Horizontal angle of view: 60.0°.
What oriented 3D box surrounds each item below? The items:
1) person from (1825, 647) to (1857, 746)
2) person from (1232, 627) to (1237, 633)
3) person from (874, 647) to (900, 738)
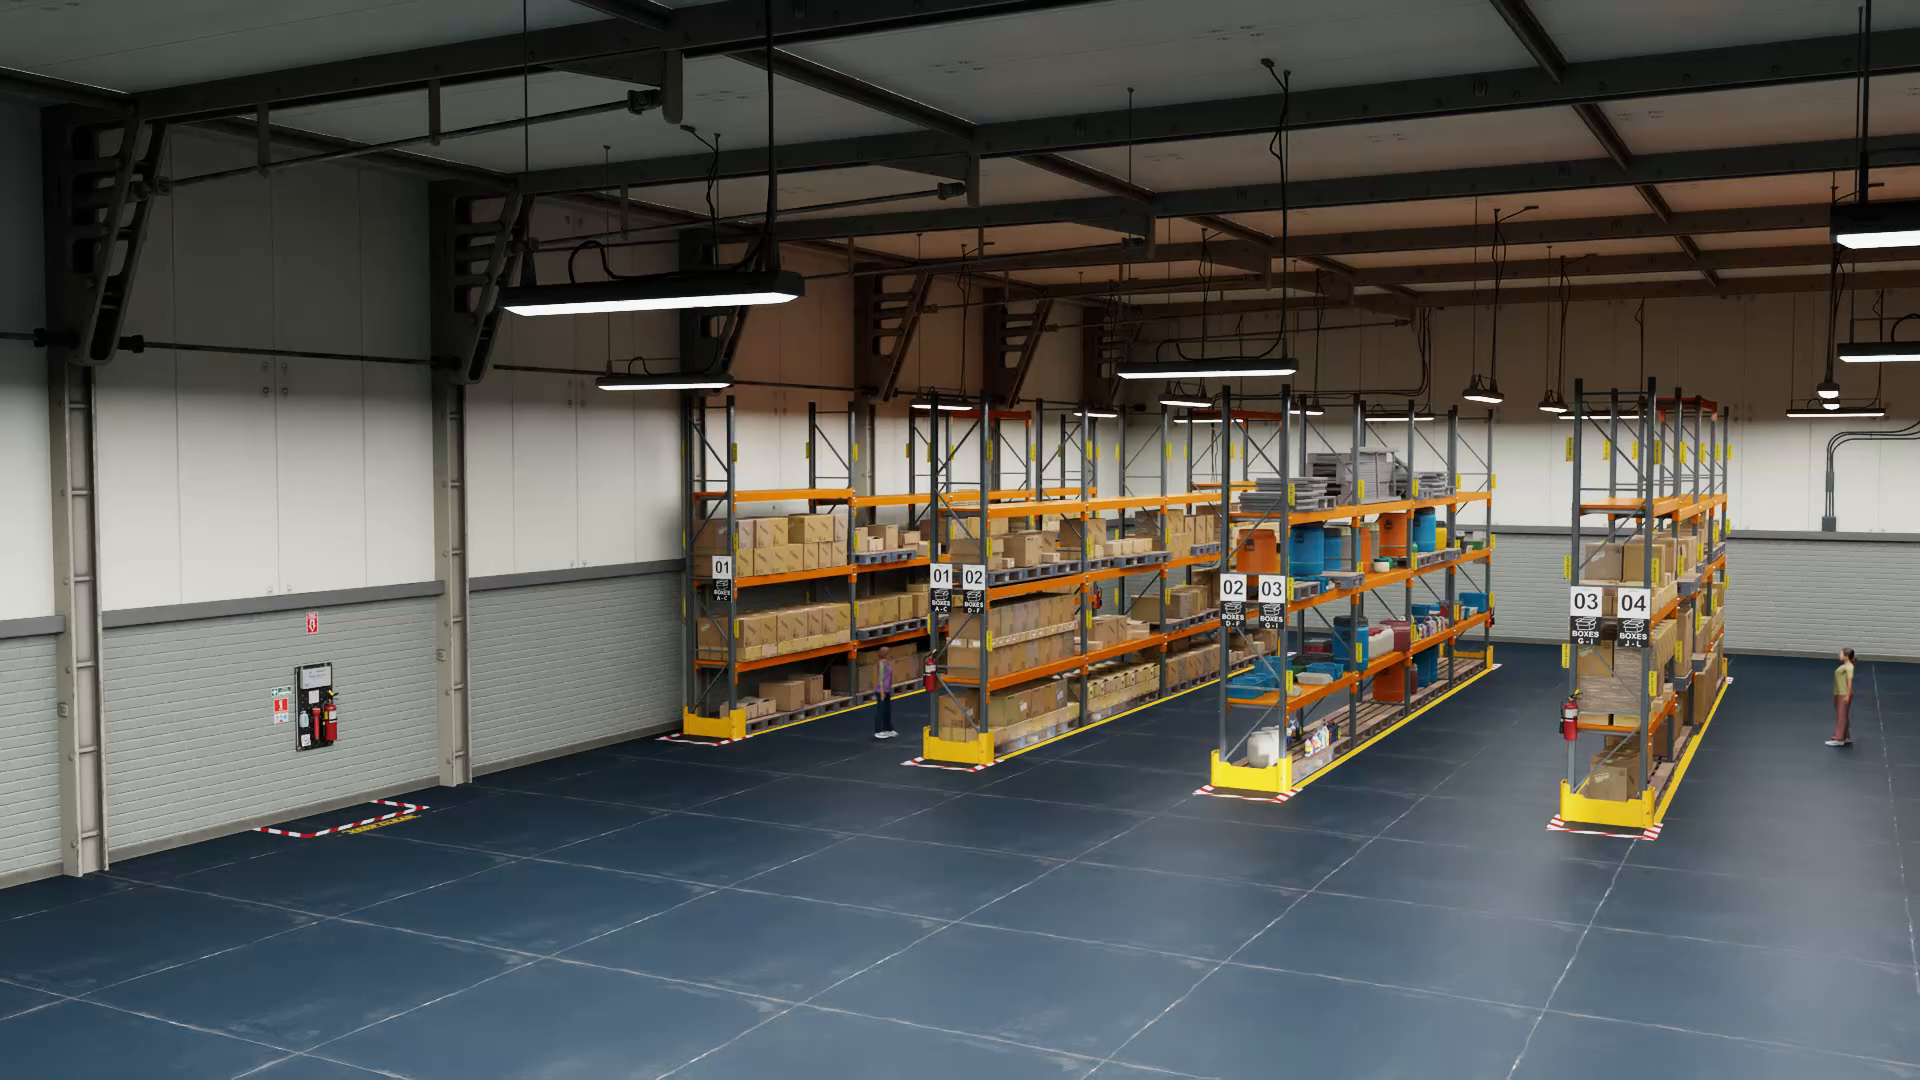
[{"bbox_3d":[15.081,2.676,28.490,0.568,1.668,0.443,0,3,-3],"label":"person"},{"bbox_3d":[6.915,1.907,42.752,0.517,1.701,0.444,1,3,13],"label":"person"},{"bbox_3d":[-1.296,2.679,29.167,0.435,1.617,0.463,0,3,9],"label":"person"}]
